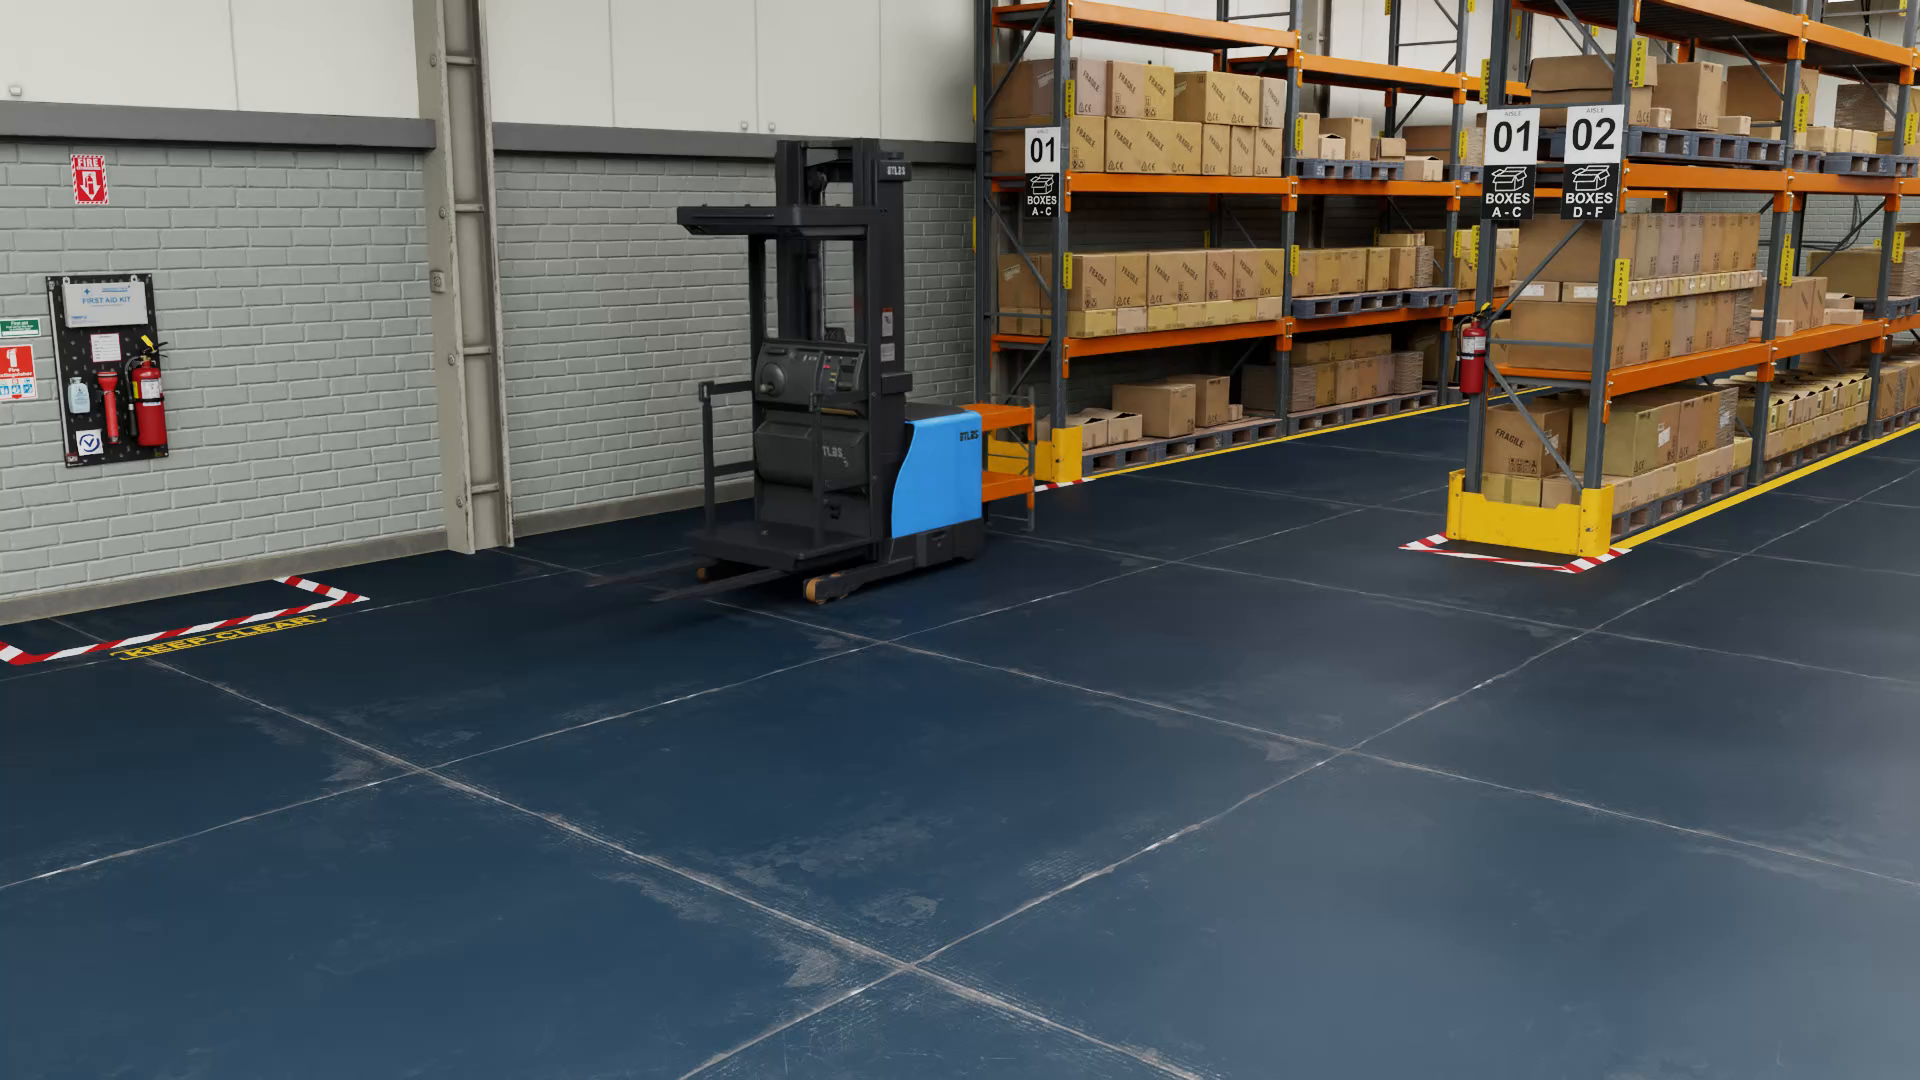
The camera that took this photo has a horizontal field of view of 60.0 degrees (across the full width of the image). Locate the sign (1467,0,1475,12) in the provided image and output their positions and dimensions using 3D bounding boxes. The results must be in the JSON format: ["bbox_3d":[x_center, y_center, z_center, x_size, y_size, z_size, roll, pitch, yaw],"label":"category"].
[{"bbox_3d":[6.258,-6.630,20.344,0.100,0.325,0.005,10,15,40],"label":"sign"}]

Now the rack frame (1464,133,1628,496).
[{"bbox_3d":[4.287,-1.443,12.278,1.000,3.000,0.127,10,15,40],"label":"rack frame"}]

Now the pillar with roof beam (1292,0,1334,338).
[{"bbox_3d":[7.570,-5.566,17.603,9.100,9.000,0.400,10,15,40],"label":"pillar with roof beam"}]

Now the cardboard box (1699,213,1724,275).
[{"bbox_3d":[5.976,-2.503,14.016,0.700,0.500,0.500,10,15,40],"label":"cardboard box"}]

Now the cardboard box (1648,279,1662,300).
[{"bbox_3d":[5.214,-1.953,12.918,0.380,0.149,0.250,9,15,39],"label":"cardboard box"}]

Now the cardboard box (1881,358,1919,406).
[{"bbox_3d":[11.100,-1.869,19.667,0.500,0.500,0.500,9,14,38],"label":"cardboard box"}]

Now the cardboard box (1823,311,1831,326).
[{"bbox_3d":[8.768,-2.302,17.220,0.250,0.149,0.380,-11,16,-43],"label":"cardboard box"}]

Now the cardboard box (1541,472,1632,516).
[{"bbox_3d":[4.808,-0.351,12.758,0.500,0.250,0.500,10,15,40],"label":"cardboard box"}]

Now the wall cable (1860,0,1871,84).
[{"bbox_3d":[17.159,-8.769,28.674,3.097,2.526,0.112,10,15,40],"label":"wall cable"}]

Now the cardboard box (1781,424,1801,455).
[{"bbox_3d":[7.718,-0.992,15.966,0.500,0.250,0.500,10,15,42],"label":"cardboard box"}]

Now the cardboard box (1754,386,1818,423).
[{"bbox_3d":[8.063,-1.342,16.289,0.500,0.311,0.500,9,14,38],"label":"cardboard box"}]

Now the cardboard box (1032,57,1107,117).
[{"bbox_3d":[1.000,-4.129,15.206,0.500,0.500,0.500,8,14,36],"label":"cardboard box"}]

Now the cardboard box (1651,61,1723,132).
[{"bbox_3d":[5.589,-3.447,12.966,0.500,0.500,0.500,10,15,40],"label":"cardboard box"}]

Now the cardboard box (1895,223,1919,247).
[{"bbox_3d":[12.348,-3.856,21.550,0.500,0.500,0.500,10,15,41],"label":"cardboard box"}]

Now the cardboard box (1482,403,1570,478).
[{"bbox_3d":[4.418,-0.786,13.021,0.500,0.500,0.500,10,15,40],"label":"cardboard box"}]

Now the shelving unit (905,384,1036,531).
[{"bbox_3d":[0.068,-0.576,12.724,0.538,1.125,1.048,9,14,37],"label":"shelving unit"}]

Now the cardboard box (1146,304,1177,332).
[{"bbox_3d":[1.797,-2.203,16.412,0.500,0.250,0.500,9,15,39],"label":"cardboard box"}]

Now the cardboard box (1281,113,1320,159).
[{"bbox_3d":[3.625,-4.468,18.435,0.500,0.500,0.500,-9,15,-39],"label":"cardboard box"}]

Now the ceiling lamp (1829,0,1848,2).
[{"bbox_3d":[14.794,-10.310,26.451,2.000,3.185,0.800,10,15,40],"label":"ceiling lamp"}]

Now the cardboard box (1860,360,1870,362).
[{"bbox_3d":[10.693,-1.932,19.986,0.500,0.500,0.500,9,14,38],"label":"cardboard box"}]

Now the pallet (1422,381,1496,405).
[{"bbox_3d":[6.422,-1.999,22.180,1.003,0.211,1.213,10,15,40],"label":"pallet"}]

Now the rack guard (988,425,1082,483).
[{"bbox_3d":[0.614,-0.869,15.783,1.175,0.500,0.348,10,15,40],"label":"rack guard"}]

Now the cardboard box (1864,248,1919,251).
[{"bbox_3d":[11.089,-3.196,19.726,0.700,0.500,0.500,6,13,26],"label":"cardboard box"}]

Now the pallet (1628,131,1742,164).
[{"bbox_3d":[5.579,-3.152,13.400,1.003,0.211,1.213,10,15,40],"label":"pallet"}]

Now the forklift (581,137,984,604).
[{"bbox_3d":[-1.130,-1.135,10.909,1.130,2.935,3.031,9,14,37],"label":"forklift"}]

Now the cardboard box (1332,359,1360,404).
[{"bbox_3d":[4.348,-1.924,19.946,0.700,0.500,0.500,10,15,41],"label":"cardboard box"}]

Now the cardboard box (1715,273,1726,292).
[{"bbox_3d":[6.236,-2.182,14.064,0.380,0.149,0.250,10,15,40],"label":"cardboard box"}]

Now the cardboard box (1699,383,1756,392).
[{"bbox_3d":[7.649,-1.411,16.636,0.500,0.311,0.500,10,15,40],"label":"cardboard box"}]

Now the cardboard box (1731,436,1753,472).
[{"bbox_3d":[6.786,-0.793,14.970,0.500,0.250,0.500,10,15,40],"label":"cardboard box"}]

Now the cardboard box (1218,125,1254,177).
[{"bbox_3d":[2.713,-4.022,17.227,0.500,0.500,0.500,8,14,36],"label":"cardboard box"}]

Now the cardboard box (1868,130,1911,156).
[{"bbox_3d":[9.831,-4.209,18.211,0.910,0.500,0.500,10,15,40],"label":"cardboard box"}]

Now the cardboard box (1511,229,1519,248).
[{"bbox_3d":[7.351,-4.095,22.576,0.500,0.250,0.500,9,15,39],"label":"cardboard box"}]

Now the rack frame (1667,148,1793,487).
[{"bbox_3d":[6.928,-2.032,15.225,1.000,3.000,0.127,10,15,40],"label":"rack frame"}]

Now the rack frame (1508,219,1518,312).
[{"bbox_3d":[8.485,-3.849,24.322,1.000,3.000,0.127,10,15,40],"label":"rack frame"}]

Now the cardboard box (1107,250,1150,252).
[{"bbox_3d":[1.725,-2.707,17.025,0.500,0.500,0.500,10,15,41],"label":"cardboard box"}]

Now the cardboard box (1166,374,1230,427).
[{"bbox_3d":[2.549,-1.504,17.840,0.500,0.500,0.500,8,14,36],"label":"cardboard box"}]

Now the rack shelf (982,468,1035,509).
[{"bbox_3d":[0.068,-0.336,12.772,0.538,0.278,1.000,9,14,37],"label":"rack shelf"}]

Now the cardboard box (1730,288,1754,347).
[{"bbox_3d":[6.639,-2.015,14.884,0.700,0.500,0.500,9,15,39],"label":"cardboard box"}]

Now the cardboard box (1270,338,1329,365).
[{"bbox_3d":[3.966,-2.205,19.437,0.500,0.250,0.500,9,15,39],"label":"cardboard box"}]

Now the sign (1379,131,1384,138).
[{"bbox_3d":[5.433,-5.096,21.388,0.100,0.325,0.005,10,15,40],"label":"sign"}]

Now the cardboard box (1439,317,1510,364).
[{"bbox_3d":[7.011,-2.631,22.643,0.750,0.750,0.750,10,15,40],"label":"cardboard box"}]

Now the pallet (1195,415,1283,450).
[{"bbox_3d":[2.787,-1.201,18.184,1.003,0.211,1.213,10,15,40],"label":"pallet"}]

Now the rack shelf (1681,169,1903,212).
[{"bbox_3d":[8.248,-3.444,16.475,1.077,0.370,4.000,10,15,40],"label":"rack shelf"}]

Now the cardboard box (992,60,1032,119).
[{"bbox_3d":[0.652,-4.200,15.566,0.500,0.500,0.500,11,15,43],"label":"cardboard box"}]

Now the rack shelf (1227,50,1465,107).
[{"bbox_3d":[4.524,-5.359,19.424,1.077,0.370,4.000,10,15,40],"label":"rack shelf"}]

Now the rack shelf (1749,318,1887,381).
[{"bbox_3d":[8.248,-1.973,16.769,1.077,0.370,4.000,10,15,40],"label":"rack shelf"}]

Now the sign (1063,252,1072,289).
[{"bbox_3d":[0.971,-2.438,15.046,0.100,0.325,0.005,10,15,40],"label":"sign"}]

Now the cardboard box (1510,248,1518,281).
[{"bbox_3d":[7.376,-3.730,22.660,0.500,0.500,0.500,10,15,42],"label":"cardboard box"}]

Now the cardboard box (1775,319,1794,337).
[{"bbox_3d":[7.666,-2.012,15.770,0.380,0.149,0.250,10,15,40],"label":"cardboard box"}]

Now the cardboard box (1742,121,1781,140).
[{"bbox_3d":[7.341,-3.724,15.352,0.500,0.250,0.500,-10,15,-42],"label":"cardboard box"}]

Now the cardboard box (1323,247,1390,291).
[{"bbox_3d":[4.736,-3.268,20.038,0.700,0.500,0.500,10,15,40],"label":"cardboard box"}]

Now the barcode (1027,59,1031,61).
[{"bbox_3d":[0.657,-4.557,15.869,0.001,0.075,0.075,10,15,40],"label":"barcode"}]

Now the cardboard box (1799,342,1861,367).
[{"bbox_3d":[10.043,-2.155,19.185,0.500,0.250,0.500,11,15,42],"label":"cardboard box"}]

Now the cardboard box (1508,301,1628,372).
[{"bbox_3d":[4.605,-1.559,12.604,0.700,0.500,0.500,10,15,40],"label":"cardboard box"}]

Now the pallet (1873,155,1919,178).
[{"bbox_3d":[9.187,-3.887,17.338,1.213,0.211,1.003,11,16,43],"label":"pallet"}]

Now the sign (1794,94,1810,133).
[{"bbox_3d":[7.345,-3.723,14.515,0.100,0.325,0.005,10,15,40],"label":"sign"}]

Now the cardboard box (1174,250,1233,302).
[{"bbox_3d":[2.459,-2.719,17.084,0.500,0.500,0.500,9,15,39],"label":"cardboard box"}]

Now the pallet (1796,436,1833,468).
[{"bbox_3d":[8.190,-0.958,16.969,1.003,0.211,1.213,10,15,40],"label":"pallet"}]
